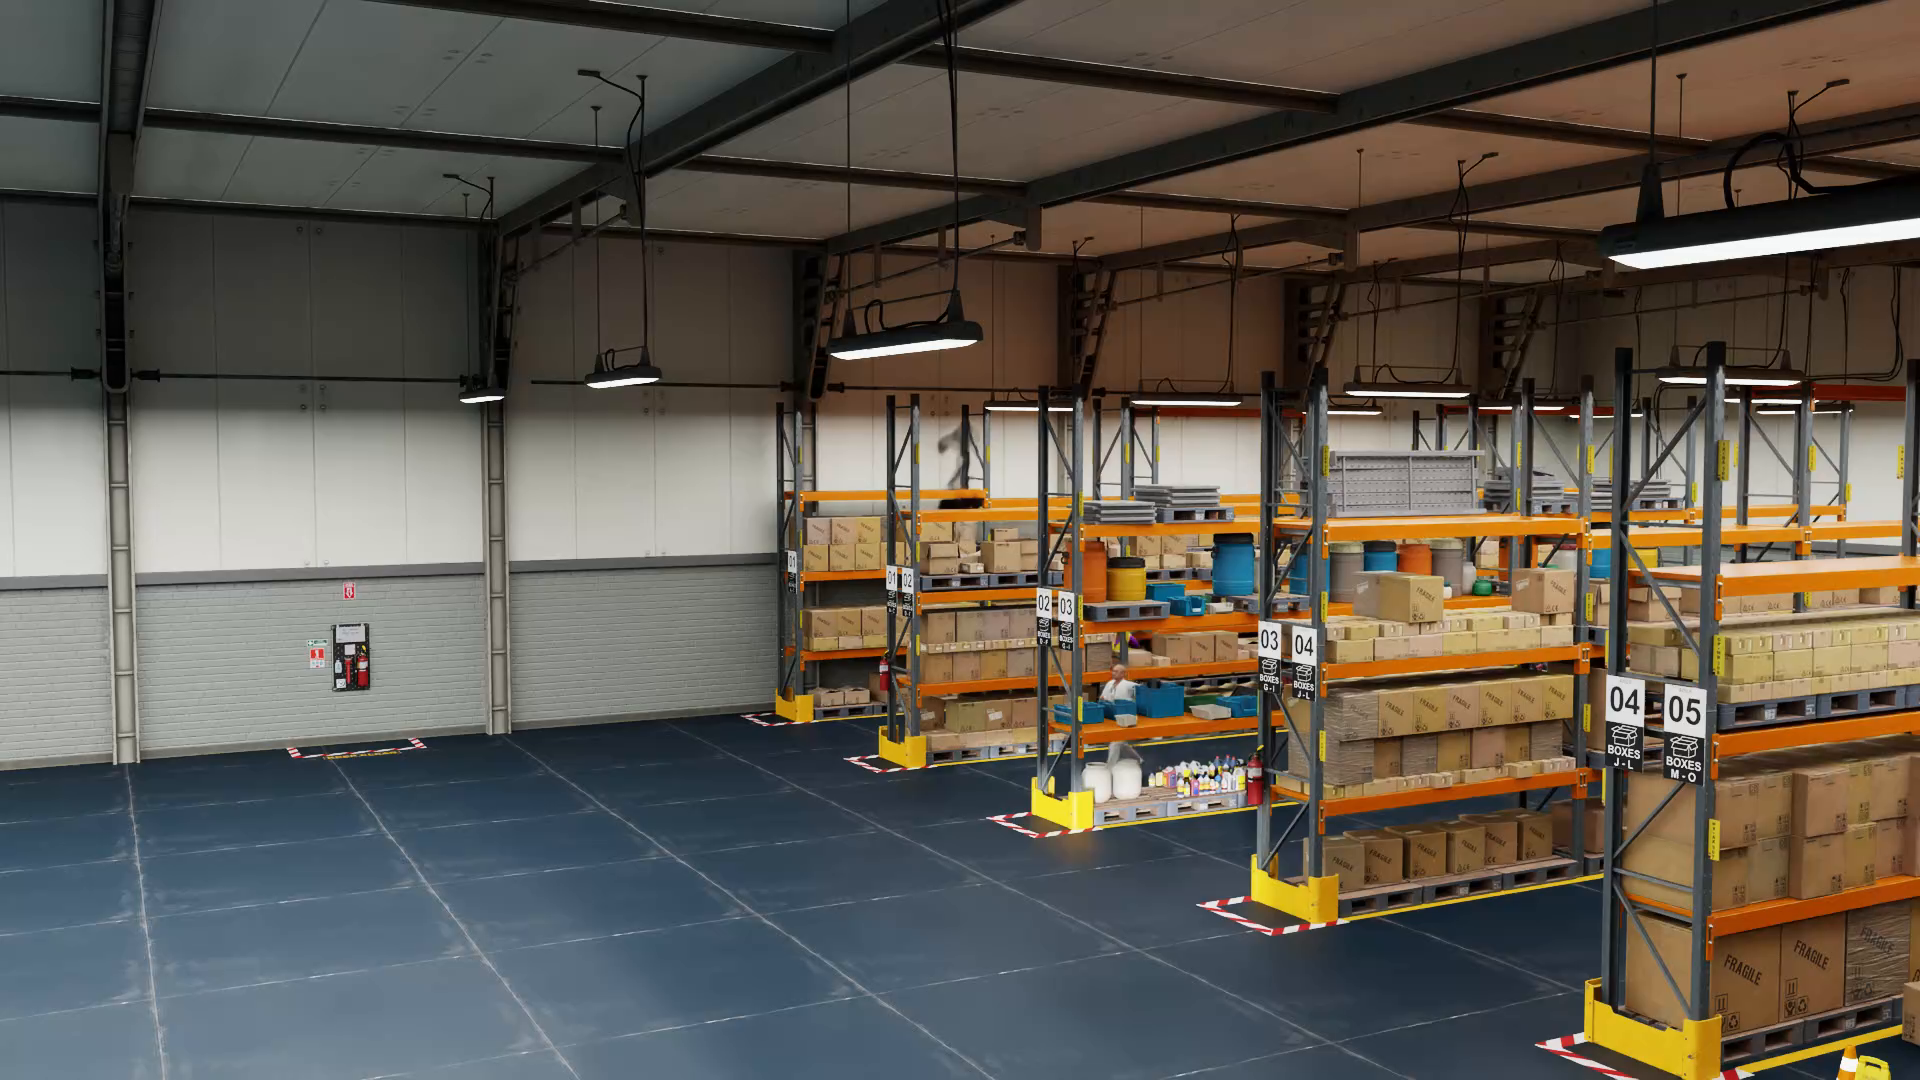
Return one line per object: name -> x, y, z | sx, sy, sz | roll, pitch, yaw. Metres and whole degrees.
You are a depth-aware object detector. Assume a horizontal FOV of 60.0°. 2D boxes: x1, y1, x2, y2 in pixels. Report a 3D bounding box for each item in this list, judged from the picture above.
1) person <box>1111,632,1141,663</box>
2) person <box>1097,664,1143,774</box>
person -> 3.117, 2.432, 32.363 | 0.720, 1.751, 0.926 | 3, 4, 43
person -> 2.461, 2.803, 25.556 | 1.009, 1.798, 0.708 | -2, 4, -36
